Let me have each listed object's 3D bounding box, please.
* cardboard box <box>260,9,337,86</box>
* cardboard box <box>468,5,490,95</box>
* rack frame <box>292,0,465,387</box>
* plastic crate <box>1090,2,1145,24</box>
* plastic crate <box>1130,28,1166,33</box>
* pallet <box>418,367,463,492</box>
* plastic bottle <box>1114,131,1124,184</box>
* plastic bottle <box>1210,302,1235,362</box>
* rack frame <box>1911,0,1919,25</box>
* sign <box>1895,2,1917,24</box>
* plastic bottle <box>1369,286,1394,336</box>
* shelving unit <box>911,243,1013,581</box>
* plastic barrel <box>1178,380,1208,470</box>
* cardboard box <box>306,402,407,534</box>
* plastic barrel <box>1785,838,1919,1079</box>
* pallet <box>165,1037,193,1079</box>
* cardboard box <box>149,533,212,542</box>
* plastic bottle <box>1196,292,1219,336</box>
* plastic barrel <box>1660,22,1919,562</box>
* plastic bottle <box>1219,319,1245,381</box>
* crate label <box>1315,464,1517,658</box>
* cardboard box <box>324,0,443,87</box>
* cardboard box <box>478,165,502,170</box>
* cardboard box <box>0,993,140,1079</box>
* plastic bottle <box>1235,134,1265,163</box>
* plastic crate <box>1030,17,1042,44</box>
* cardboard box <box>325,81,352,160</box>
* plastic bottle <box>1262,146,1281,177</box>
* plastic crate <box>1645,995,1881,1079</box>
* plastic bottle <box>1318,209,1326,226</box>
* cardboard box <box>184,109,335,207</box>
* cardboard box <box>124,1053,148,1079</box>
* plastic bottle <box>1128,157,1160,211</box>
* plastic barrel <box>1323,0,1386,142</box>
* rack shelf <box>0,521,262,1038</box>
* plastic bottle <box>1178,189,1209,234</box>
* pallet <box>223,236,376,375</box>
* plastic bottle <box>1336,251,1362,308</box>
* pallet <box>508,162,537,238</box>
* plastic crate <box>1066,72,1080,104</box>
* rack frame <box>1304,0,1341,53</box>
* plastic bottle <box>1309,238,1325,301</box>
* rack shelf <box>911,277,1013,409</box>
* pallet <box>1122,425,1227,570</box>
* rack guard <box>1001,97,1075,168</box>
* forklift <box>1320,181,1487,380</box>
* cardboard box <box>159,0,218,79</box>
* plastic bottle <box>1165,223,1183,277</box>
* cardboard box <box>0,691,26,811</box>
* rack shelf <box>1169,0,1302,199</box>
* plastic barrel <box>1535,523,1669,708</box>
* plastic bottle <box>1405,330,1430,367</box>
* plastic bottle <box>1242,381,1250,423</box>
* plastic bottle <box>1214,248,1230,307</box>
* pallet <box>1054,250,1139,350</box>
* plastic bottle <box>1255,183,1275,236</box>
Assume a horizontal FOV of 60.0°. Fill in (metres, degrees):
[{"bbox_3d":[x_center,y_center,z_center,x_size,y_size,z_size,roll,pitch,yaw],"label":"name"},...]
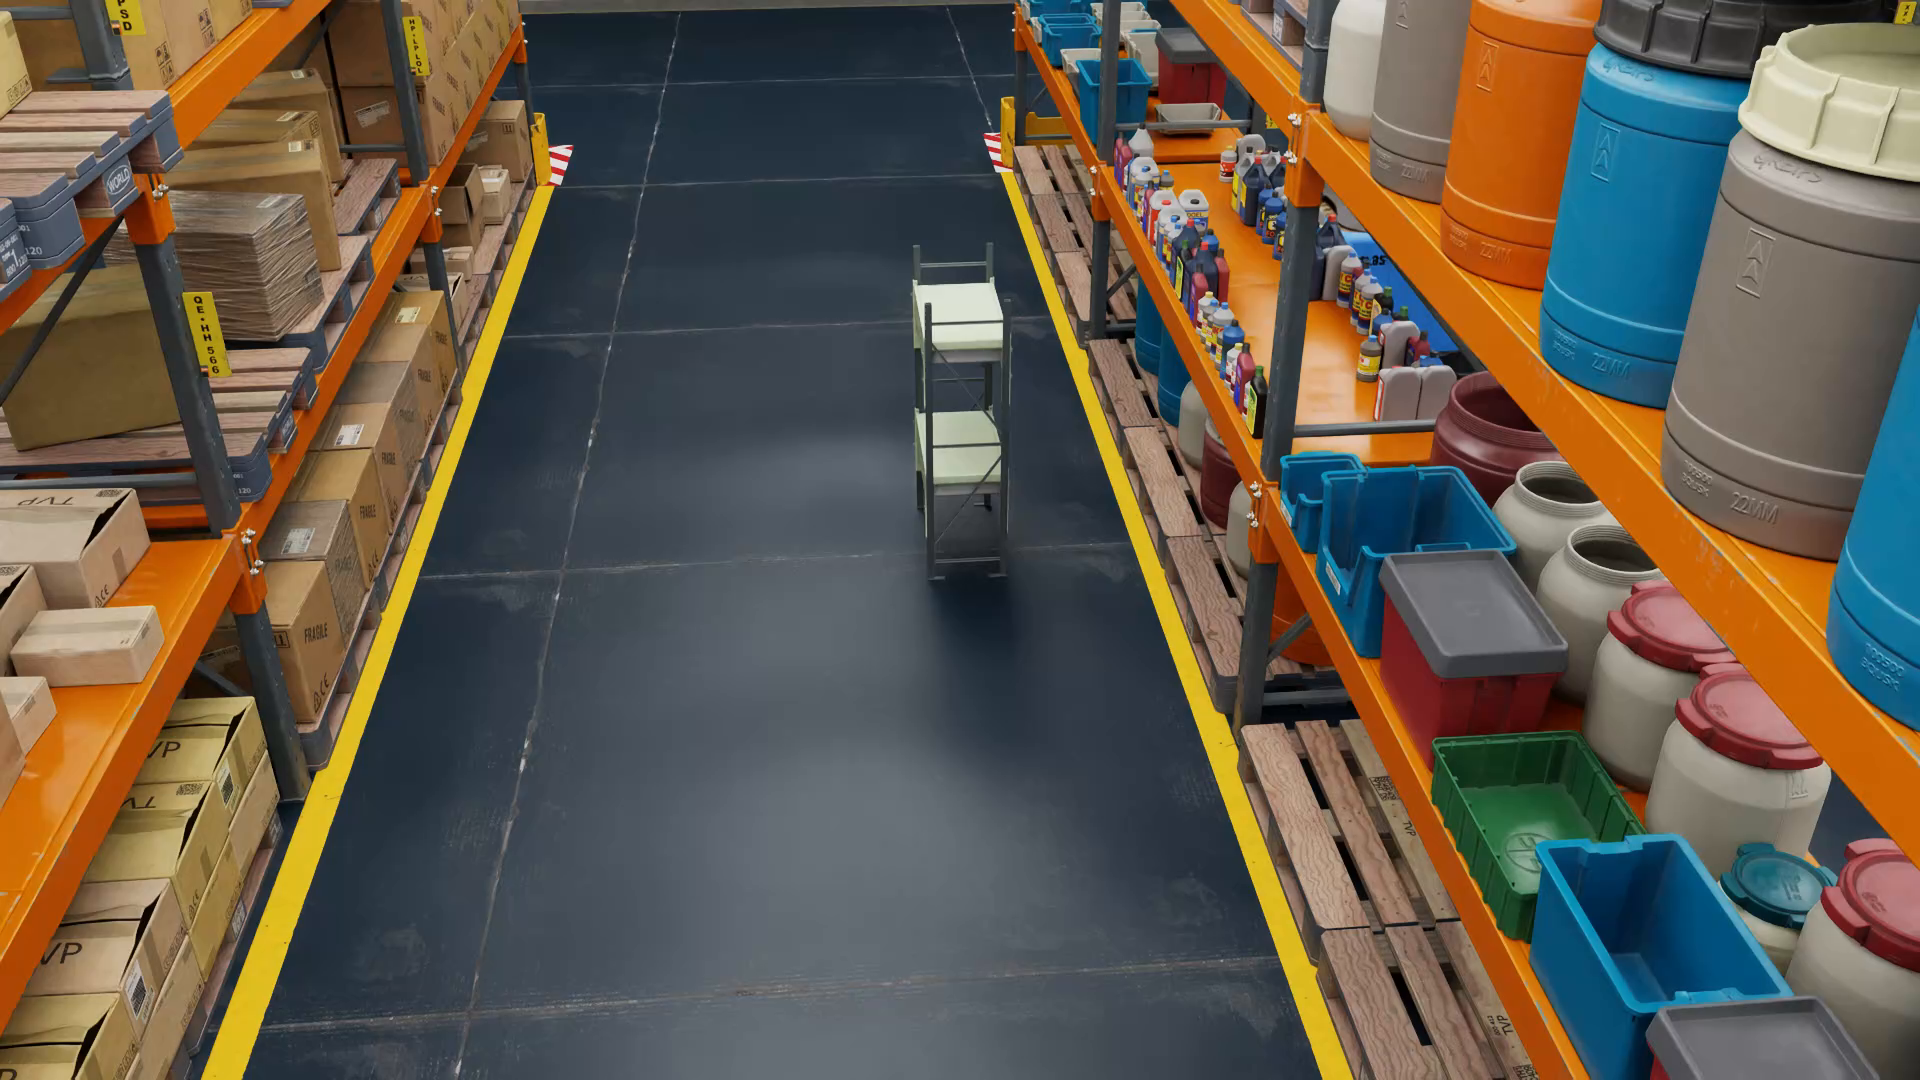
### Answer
[{"bbox_3d":[-3.908,-2.963,9.712,0.500,0.500,0.500,-3,31,-4],"label":"cardboard box"},{"bbox_3d":[-3.524,-3.337,11.314,0.500,0.500,0.500,-3,31,-5],"label":"cardboard box"},{"bbox_3d":[-3.603,-2.245,9.583,1.000,3.000,0.127,-3,31,-5],"label":"rack frame"},{"bbox_3d":[1.212,-4.027,12.766,0.396,0.136,0.243,-3,31,-5],"label":"plastic crate"},{"bbox_3d":[1.402,-3.440,11.689,0.416,0.233,0.300,-3,31,-5],"label":"plastic crate"},{"bbox_3d":[-3.490,-0.634,9.606,1.003,0.211,1.213,-3,31,-5],"label":"pallet"},{"bbox_3d":[0.938,-2.222,9.659,0.061,0.283,0.133,-3,31,-5],"label":"plastic bottle"},{"bbox_3d":[1.189,-0.945,7.533,0.097,0.271,0.097,0,31,0],"label":"plastic bottle"},{"bbox_3d":[6.260,-2.717,10.374,1.000,3.000,0.127,-3,31,-5],"label":"rack frame"},{"bbox_3d":[5.708,-3.096,10.086,0.100,0.325,0.005,-3,31,-5],"label":"sign"},{"bbox_3d":[1.952,-1.049,7.694,0.061,0.283,0.133,-3,31,-5],"label":"plastic bottle"},{"bbox_3d":[0.001,-0.640,8.360,0.431,1.500,0.755,-3,31,-5],"label":"shelving unit"},{"bbox_3d":[1.393,-0.660,8.946,0.421,0.512,0.421,0,31,0],"label":"plastic barrel"},{"bbox_3d":[-3.138,-0.354,8.426,0.500,0.500,0.500,-4,31,-6],"label":"cardboard box"},{"bbox_3d":[2.205,1.047,3.939,0.433,0.535,0.433,0,31,0],"label":"plastic barrel"},{"bbox_3d":[-3.081,2.038,5.132,1.003,0.211,1.213,-3,31,-5],"label":"pallet"},{"bbox_3d":[-3.560,-0.135,7.328,0.500,0.250,0.500,-2,31,-3],"label":"cardboard box"},{"bbox_3d":[1.162,-1.064,7.800,0.097,0.201,0.097,0,31,0],"label":"plastic bottle"},{"bbox_3d":[1.752,-0.482,3.217,0.600,0.901,0.600,0,31,0],"label":"plastic barrel"},{"bbox_3d":[1.208,-0.846,7.366,0.097,0.271,0.097,0,31,0],"label":"plastic bottle"},{"bbox_3d":[1.526,0.067,5.678,0.502,0.435,0.616,-3,31,-5],"label":"crate label"},{"bbox_3d":[-3.367,-2.971,9.726,0.500,0.500,0.500,-2,31,-3],"label":"cardboard box"},{"bbox_3d":[-3.733,-2.782,12.817,0.380,0.166,0.250,-3,31,-5],"label":"cardboard box"},{"bbox_3d":[-2.791,1.591,4.885,0.500,0.311,0.500,-2,31,-3],"label":"cardboard box"},{"bbox_3d":[1.687,-2.241,9.698,0.152,0.276,0.135,-3,31,-5],"label":"plastic bottle"},{"bbox_3d":[0.661,-3.779,12.350,0.250,0.136,0.298,-3,31,-5],"label":"plastic crate"},{"bbox_3d":[-3.905,-2.530,9.964,0.500,0.500,0.500,-2,31,-4],"label":"cardboard box"},{"bbox_3d":[1.740,-2.005,9.230,0.144,0.351,0.185,-3,31,-5],"label":"plastic bottle"},{"bbox_3d":[1.726,1.344,3.512,0.402,0.464,0.583,-3,31,-5],"label":"plastic crate"},{"bbox_3d":[1.803,-1.610,8.641,0.152,0.276,0.135,-3,31,-5],"label":"plastic bottle"},{"bbox_3d":[-3.654,-1.867,8.444,0.700,0.500,0.500,2,31,3],"label":"cardboard box"},{"bbox_3d":[-2.791,1.837,5.021,0.500,0.250,0.500,-2,31,-4],"label":"cardboard box"},{"bbox_3d":[1.027,-1.985,9.270,0.152,0.276,0.135,-3,31,-5],"label":"plastic bottle"},{"bbox_3d":[1.426,-1.600,5.470,0.421,0.512,0.421,0,31,0],"label":"plastic barrel"},{"bbox_3d":[-3.043,1.128,4.639,1.077,0.370,4.000,-3,31,-5],"label":"rack shelf"},{"bbox_3d":[1.231,-1.707,8.803,0.152,0.276,0.135,-3,31,-5],"label":"plastic bottle"},{"bbox_3d":[-3.416,-1.113,7.875,1.003,0.211,1.213,-3,31,-5],"label":"pallet"},{"bbox_3d":[1.892,-1.269,8.075,0.097,0.271,0.097,0,31,0],"label":"plastic bottle"},{"bbox_3d":[-3.894,-2.644,12.971,1.003,0.211,1.213,-3,31,-5],"label":"pallet"},{"bbox_3d":[0.957,-2.946,10.967,0.437,0.125,0.590,-3,31,-5],"label":"plastic crate"},{"bbox_3d":[1.703,-3.013,5.019,1.000,3.000,0.127,-3,31,-5],"label":"rack frame"},{"bbox_3d":[1.705,-1.367,8.161,0.144,0.351,0.185,-3,31,-5],"label":"plastic bottle"},{"bbox_3d":[0.001,-0.976,8.160,0.431,0.370,0.720,-3,31,-5],"label":"rack shelf"},{"bbox_3d":[1.477,-0.263,8.984,1.003,0.211,1.213,-3,31,-5],"label":"pallet"},{"bbox_3d":[0.940,-3.461,14.056,1.175,0.500,0.348,-3,31,-5],"label":"rack guard"},{"bbox_3d":[3.584,-2.440,9.976,3.031,2.935,1.130,-4,31,-6],"label":"forklift"},{"bbox_3d":[-3.351,-2.015,6.175,0.910,0.500,0.500,-3,31,-5],"label":"cardboard box"},{"bbox_3d":[1.094,-1.469,8.409,0.097,0.271,0.097,0,31,0],"label":"plastic bottle"},{"bbox_3d":[-3.056,0.611,4.705,0.500,0.500,0.500,-4,31,-7],"label":"cardboard box"},{"bbox_3d":[1.516,-2.438,7.683,1.077,0.370,4.000,-3,31,-5],"label":"rack shelf"},{"bbox_3d":[2.051,0.244,5.307,0.421,0.512,0.421,0,31,0],"label":"plastic barrel"},{"bbox_3d":[1.999,-0.794,7.268,0.061,0.283,0.133,-3,31,-5],"label":"plastic bottle"},{"bbox_3d":[1.247,-0.598,7.020,0.097,0.201,0.097,0,31,0],"label":"plastic bottle"},{"bbox_3d":[1.259,-1.259,8.046,0.061,0.283,0.133,-3,31,-5],"label":"plastic bottle"},{"bbox_3d":[1.221,-1.656,11.317,1.003,0.211,1.213,-3,31,-5],"label":"pallet"},{"bbox_3d":[1.646,-1.780,8.930,0.097,0.271,0.097,0,31,0],"label":"plastic bottle"}]
